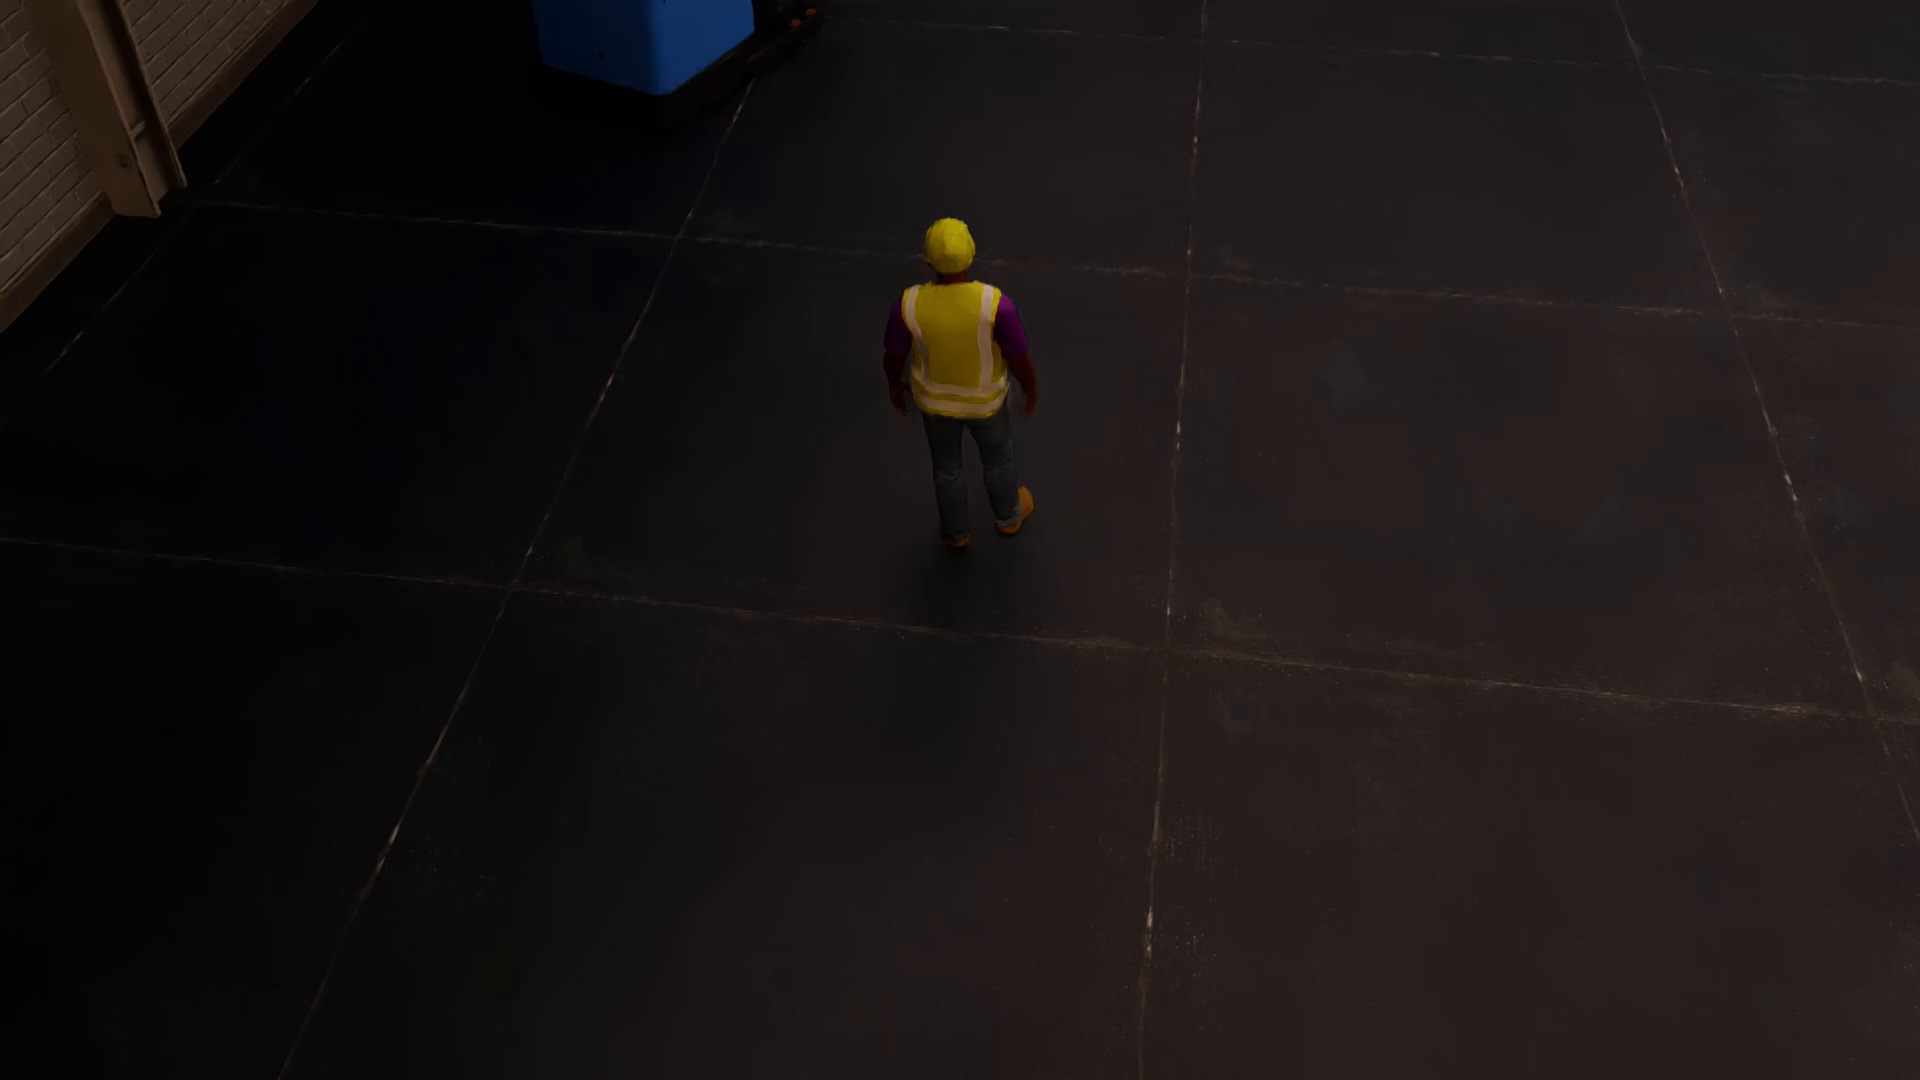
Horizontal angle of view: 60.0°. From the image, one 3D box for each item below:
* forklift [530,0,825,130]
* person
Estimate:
[{"bbox_3d":[-1.616,-4.694,10.834,1.130,2.935,3.031,19,46,20],"label":"forklift"},{"bbox_3d":[0.015,-0.702,7.339,0.665,1.766,0.576,5,43,6],"label":"person"}]
